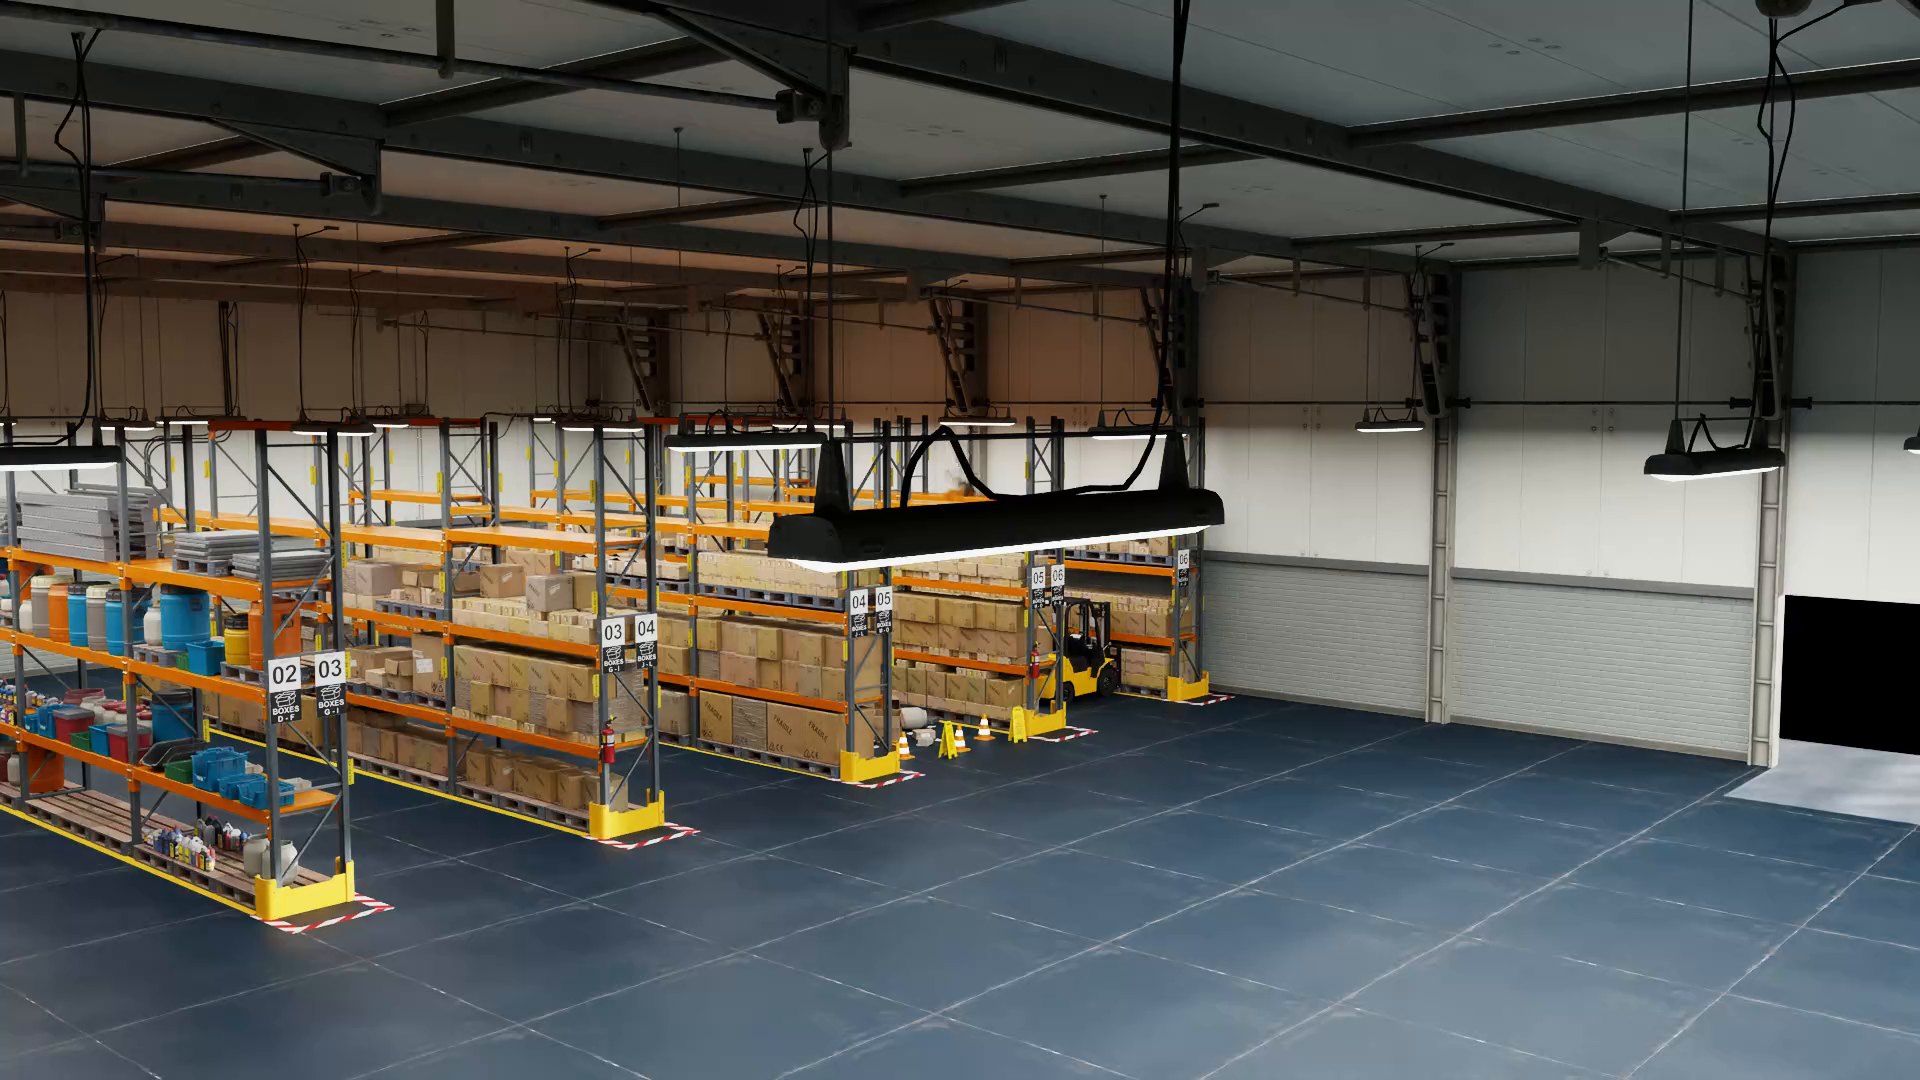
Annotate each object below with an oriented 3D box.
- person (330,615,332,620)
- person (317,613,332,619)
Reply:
[{"bbox_3d":[-14.726,2.271,39.151,0.679,1.597,0.531,4,6,37],"label":"person"},{"bbox_3d":[-14.934,2.247,39.182,0.589,1.636,0.548,1,5,14],"label":"person"}]
